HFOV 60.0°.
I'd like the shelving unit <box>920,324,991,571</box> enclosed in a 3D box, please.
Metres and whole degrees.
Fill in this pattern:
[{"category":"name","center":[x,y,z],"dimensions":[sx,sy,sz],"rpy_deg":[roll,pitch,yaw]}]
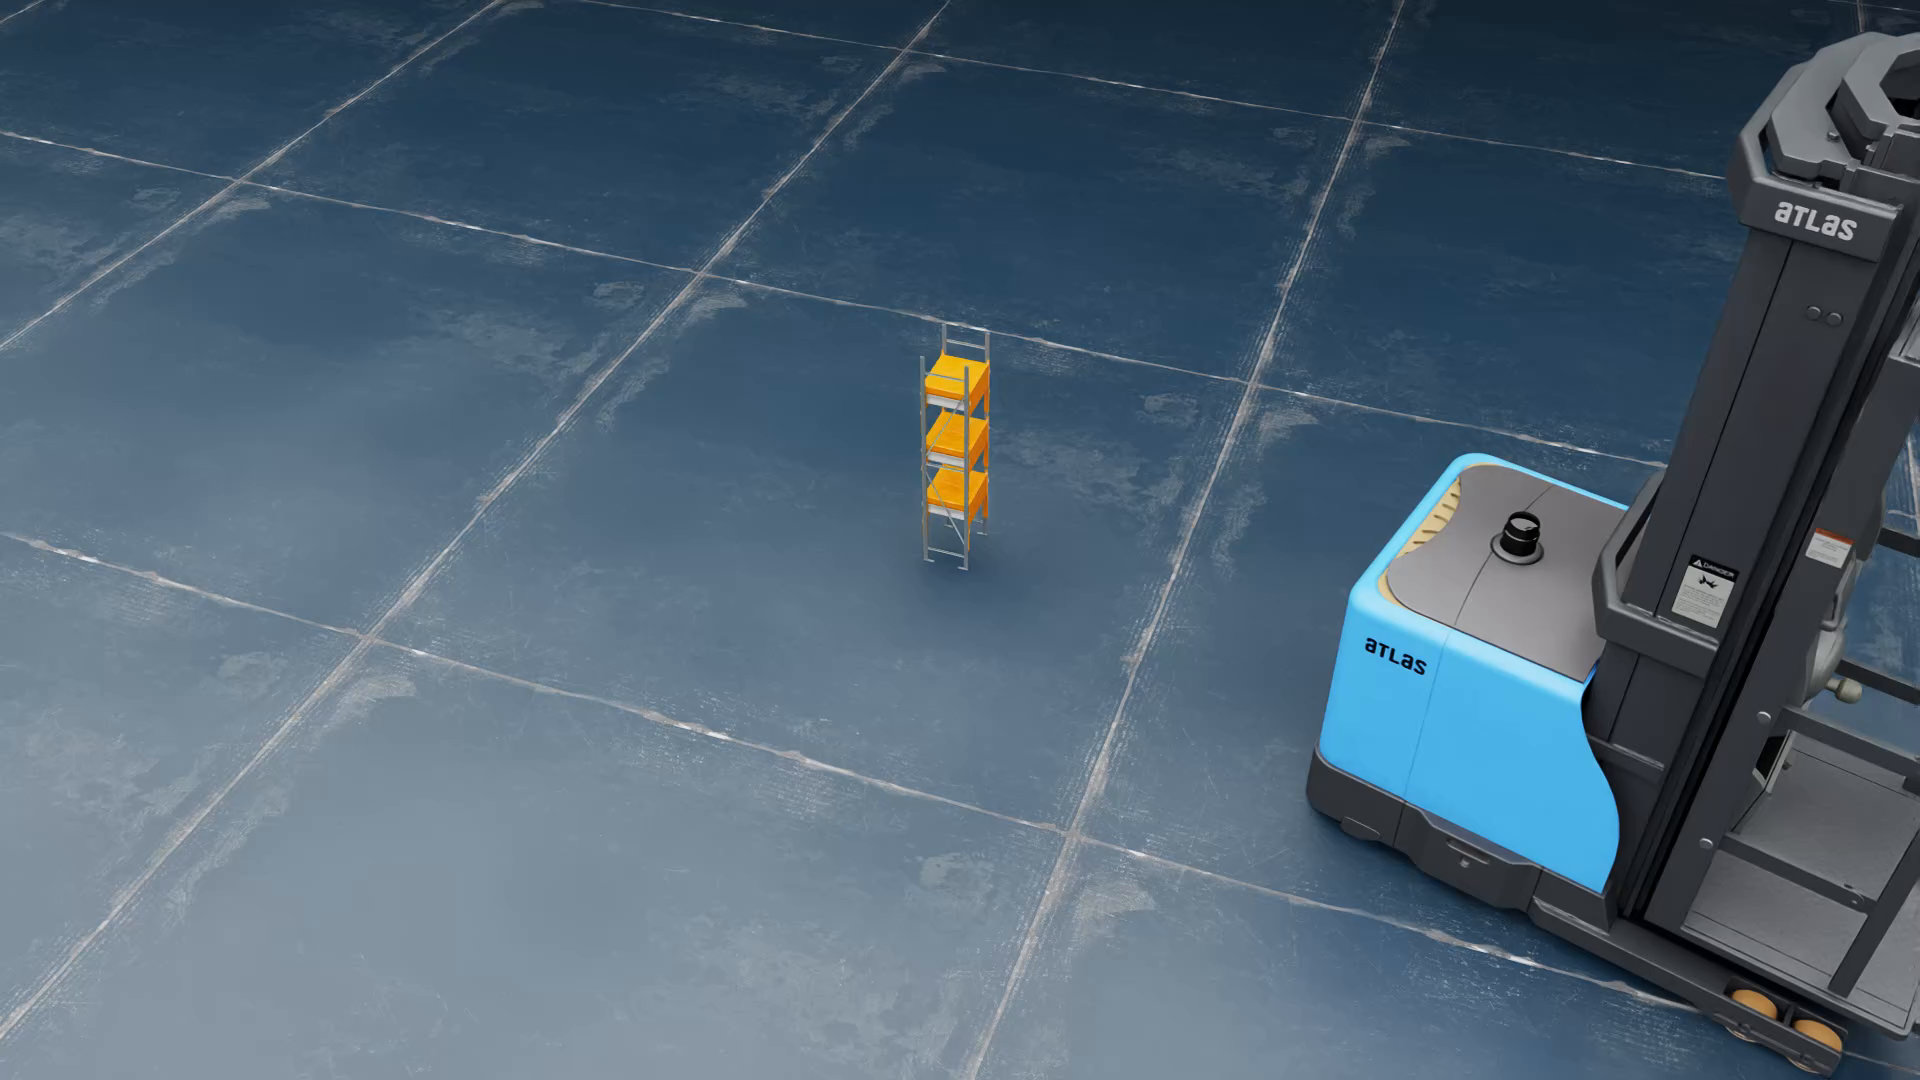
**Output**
[{"category":"shelving unit","center":[-0.018,-0.367,6.871],"dimensions":[0.215,1.050,0.252],"rpy_deg":[13,42,15]}]

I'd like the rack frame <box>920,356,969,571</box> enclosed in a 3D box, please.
[{"category":"rack frame","center":[-0.060,-0.292,6.784],"dimensions":[0.200,1.050,0.008],"rpy_deg":[13,42,15]}]

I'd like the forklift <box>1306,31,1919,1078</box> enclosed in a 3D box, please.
[{"category":"forklift","center":[2.755,0.175,4.787],"dimensions":[3.031,2.935,1.130],"rpy_deg":[25,46,26]}]

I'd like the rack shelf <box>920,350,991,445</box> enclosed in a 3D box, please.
[{"category":"rack shelf","center":[-0.018,-0.575,6.694],"dimensions":[0.215,0.259,0.240],"rpy_deg":[13,42,15]}]

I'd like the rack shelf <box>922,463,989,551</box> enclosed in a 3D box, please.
[{"category":"rack shelf","center":[-0.018,-0.147,7.058],"dimensions":[0.215,0.259,0.240],"rpy_deg":[13,42,15]}]

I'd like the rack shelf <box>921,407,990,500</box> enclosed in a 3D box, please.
[{"category":"rack shelf","center":[-0.018,-0.359,6.878],"dimensions":[0.215,0.259,0.240],"rpy_deg":[13,42,15]}]

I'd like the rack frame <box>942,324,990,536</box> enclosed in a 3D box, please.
[{"category":"rack frame","center":[0.023,-0.441,6.958],"dimensions":[0.200,1.050,0.008],"rpy_deg":[13,42,15]}]
